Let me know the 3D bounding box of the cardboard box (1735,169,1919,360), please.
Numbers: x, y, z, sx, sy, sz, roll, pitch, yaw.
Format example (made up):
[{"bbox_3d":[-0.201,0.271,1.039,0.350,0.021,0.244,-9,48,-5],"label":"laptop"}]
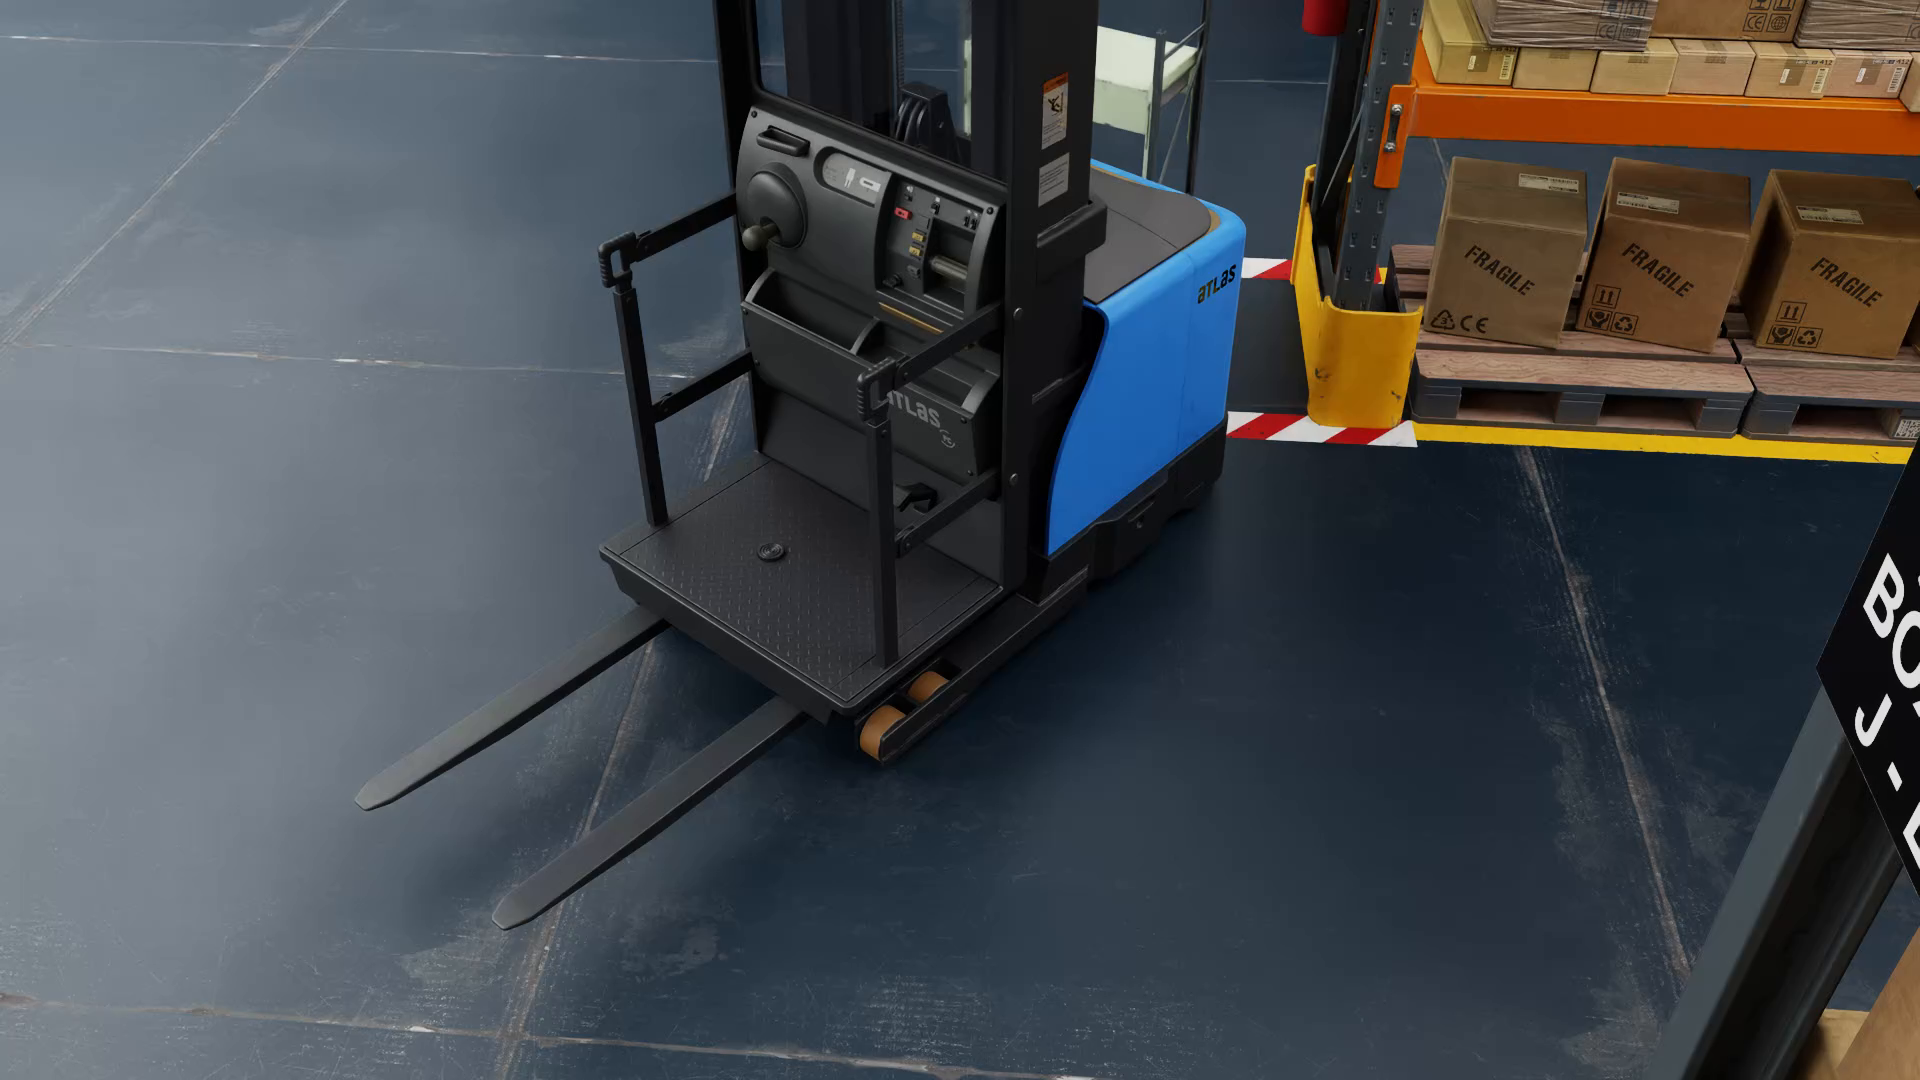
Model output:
[{"bbox_3d":[3.310,-1.050,6.311,0.500,0.500,0.500,7,40,8],"label":"cardboard box"}]

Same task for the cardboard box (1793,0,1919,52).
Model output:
[{"bbox_3d":[3.017,-2.059,5.588,0.500,0.500,0.875,3,39,4],"label":"cardboard box"}]

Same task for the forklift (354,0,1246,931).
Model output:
[{"bbox_3d":[-0.408,-0.840,4.460,1.130,2.935,3.031,29,47,31],"label":"forklift"}]

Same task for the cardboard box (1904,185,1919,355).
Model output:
[{"bbox_3d":[3.862,-0.991,6.239,0.500,0.500,0.500,0,39,0],"label":"cardboard box"}]

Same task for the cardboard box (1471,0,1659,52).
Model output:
[{"bbox_3d":[2.014,-2.065,5.596,0.500,0.500,0.875,3,39,4],"label":"cardboard box"}]

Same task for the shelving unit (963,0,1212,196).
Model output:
[{"bbox_3d":[0.435,-1.288,6.144,0.755,1.500,0.431,21,44,24],"label":"shelving unit"}]

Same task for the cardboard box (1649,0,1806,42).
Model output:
[{"bbox_3d":[2.523,-2.113,5.655,0.500,0.500,0.875,3,39,4],"label":"cardboard box"}]

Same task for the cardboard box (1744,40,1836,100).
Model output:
[{"bbox_3d":[2.727,-1.628,5.573,0.250,0.149,0.380,3,39,4],"label":"cardboard box"}]

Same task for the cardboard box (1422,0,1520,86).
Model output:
[{"bbox_3d":[1.732,-1.695,5.655,0.250,0.149,0.380,3,39,4],"label":"cardboard box"}]

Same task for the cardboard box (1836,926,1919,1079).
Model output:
[{"bbox_3d":[1.307,0.723,1.511,0.550,0.550,0.875,3,39,4],"label":"cardboard box"}]

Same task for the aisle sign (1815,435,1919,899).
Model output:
[{"bbox_3d":[0.895,-0.045,1.370,0.004,0.787,0.394,3,39,4],"label":"aisle sign"}]

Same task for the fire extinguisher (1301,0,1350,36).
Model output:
[{"bbox_3d":[1.395,-2.224,6.168,0.183,0.674,0.296,3,39,4],"label":"fire extinguisher"}]

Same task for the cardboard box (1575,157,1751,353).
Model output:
[{"bbox_3d":[2.688,-1.096,6.368,0.500,0.500,0.500,13,41,15],"label":"cardboard box"}]

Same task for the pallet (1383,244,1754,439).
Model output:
[{"bbox_3d":[2.351,-0.806,6.573,1.213,0.211,1.003,3,39,4],"label":"pallet"}]

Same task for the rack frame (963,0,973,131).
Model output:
[{"bbox_3d":[0.121,-1.407,6.290,0.023,1.500,0.400,21,44,24],"label":"rack frame"}]

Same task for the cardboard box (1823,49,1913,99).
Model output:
[{"bbox_3d":[2.978,-1.631,5.577,0.250,0.149,0.380,3,39,4],"label":"cardboard box"}]

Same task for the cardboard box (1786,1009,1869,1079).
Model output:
[{"bbox_3d":[1.314,1.089,1.917,0.550,0.550,0.875,3,39,4],"label":"cardboard box"}]

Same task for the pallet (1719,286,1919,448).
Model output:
[{"bbox_3d":[3.563,-0.738,6.489,1.213,0.211,1.003,3,39,4],"label":"pallet"}]

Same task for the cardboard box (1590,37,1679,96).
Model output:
[{"bbox_3d":[2.227,-1.646,5.596,0.250,0.149,0.380,3,39,4],"label":"cardboard box"}]

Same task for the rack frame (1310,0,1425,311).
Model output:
[{"bbox_3d":[1.469,-1.958,5.779,0.127,3.000,1.000,3,39,4],"label":"rack frame"}]

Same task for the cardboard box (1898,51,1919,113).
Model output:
[{"bbox_3d":[3.218,-1.552,5.480,0.250,0.149,0.380,3,39,4],"label":"cardboard box"}]

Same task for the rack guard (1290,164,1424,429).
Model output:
[{"bbox_3d":[1.545,-0.984,6.563,0.348,0.500,1.175,3,39,4],"label":"rack guard"}]

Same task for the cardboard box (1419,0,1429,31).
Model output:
[{"bbox_3d":[1.771,-1.975,5.999,0.250,0.149,0.380,3,39,4],"label":"cardboard box"}]

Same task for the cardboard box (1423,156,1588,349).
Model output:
[{"bbox_3d":[2.090,-1.107,6.381,0.500,0.500,0.500,10,40,12],"label":"cardboard box"}]

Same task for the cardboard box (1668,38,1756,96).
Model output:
[{"bbox_3d":[2.478,-1.646,5.595,0.250,0.149,0.380,3,39,4],"label":"cardboard box"}]

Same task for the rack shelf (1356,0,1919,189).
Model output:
[{"bbox_3d":[3.461,-1.570,5.873,4.000,0.370,1.077,3,39,4],"label":"rack shelf"}]

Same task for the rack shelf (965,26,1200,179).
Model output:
[{"bbox_3d":[0.435,-1.591,5.898,0.720,0.370,0.431,21,44,24],"label":"rack shelf"}]

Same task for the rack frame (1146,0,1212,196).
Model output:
[{"bbox_3d":[0.749,-1.169,5.998,0.023,1.500,0.400,21,44,24],"label":"rack frame"}]

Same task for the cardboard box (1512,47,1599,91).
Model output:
[{"bbox_3d":[1.980,-1.669,5.624,0.250,0.149,0.380,3,39,4],"label":"cardboard box"}]
